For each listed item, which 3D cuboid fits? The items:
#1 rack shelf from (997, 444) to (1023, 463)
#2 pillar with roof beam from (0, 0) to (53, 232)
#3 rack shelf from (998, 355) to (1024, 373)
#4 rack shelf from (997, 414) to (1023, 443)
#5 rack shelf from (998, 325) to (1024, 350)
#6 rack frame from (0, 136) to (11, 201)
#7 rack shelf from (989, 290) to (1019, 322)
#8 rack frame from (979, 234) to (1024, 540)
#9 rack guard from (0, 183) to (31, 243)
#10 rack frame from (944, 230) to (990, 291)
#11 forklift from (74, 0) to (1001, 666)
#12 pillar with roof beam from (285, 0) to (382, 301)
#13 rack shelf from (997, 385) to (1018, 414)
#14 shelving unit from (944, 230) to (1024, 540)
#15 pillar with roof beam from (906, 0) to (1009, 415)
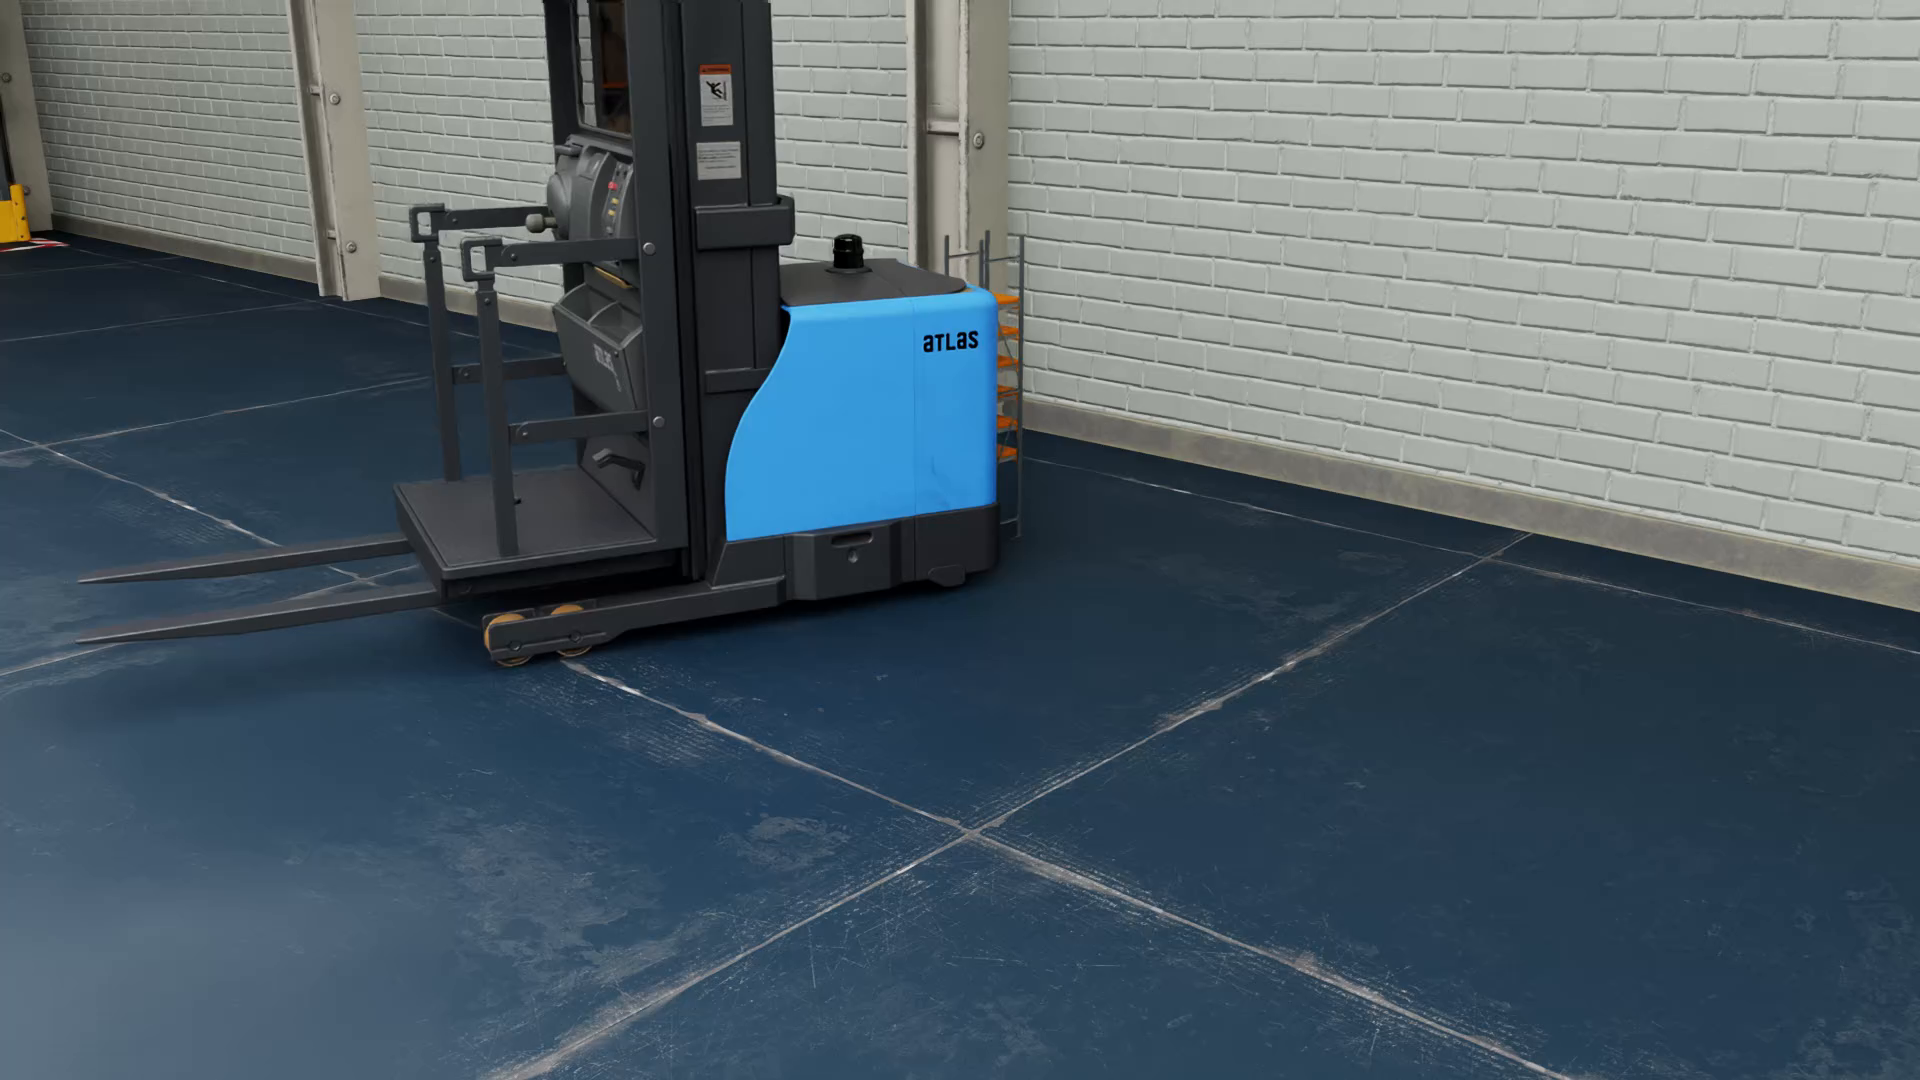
[{"bbox_3d":[0.092,-0.307,6.535,0.258,0.103,0.180,-17,24,-42],"label":"rack shelf"},{"bbox_3d":[-11.845,-6.328,11.674,0.400,9.000,9.100,15,23,39],"label":"pillar with roof beam"},{"bbox_3d":[0.092,-0.650,6.426,0.258,0.103,0.180,-17,24,-42],"label":"rack shelf"},{"bbox_3d":[0.092,-0.421,6.499,0.258,0.103,0.180,-17,24,-42],"label":"rack shelf"},{"bbox_3d":[0.092,-0.764,6.390,0.258,0.103,0.180,-17,24,-42],"label":"rack shelf"},{"bbox_3d":[-9.065,-4.099,14.568,0.127,3.000,1.000,15,23,39],"label":"rack frame"},{"bbox_3d":[0.092,-0.879,6.353,0.258,0.103,0.180,-17,24,-42],"label":"rack shelf"},{"bbox_3d":[0.157,-0.558,6.387,0.240,1.200,0.006,-17,24,-42],"label":"rack frame"},{"bbox_3d":[-9.047,-2.902,14.931,0.348,0.500,1.175,15,23,39],"label":"rack guard"},{"bbox_3d":[0.028,-0.598,6.511,0.240,1.200,0.006,-17,24,-42],"label":"rack frame"},{"bbox_3d":[-1.408,-1.174,5.465,3.031,2.935,1.130,-8,19,-25],"label":"forklift"},{"bbox_3d":[-7.358,-5.123,7.878,0.400,9.000,9.100,15,23,39],"label":"pillar with roof beam"},{"bbox_3d":[0.092,-0.535,6.462,0.258,0.103,0.180,-17,24,-42],"label":"rack shelf"},{"bbox_3d":[0.092,-0.578,6.449,0.258,1.200,0.189,-17,24,-42],"label":"shelving unit"},{"bbox_3d":[-2.870,-3.918,4.082,0.400,9.000,9.100,15,23,39],"label":"pillar with roof beam"}]
